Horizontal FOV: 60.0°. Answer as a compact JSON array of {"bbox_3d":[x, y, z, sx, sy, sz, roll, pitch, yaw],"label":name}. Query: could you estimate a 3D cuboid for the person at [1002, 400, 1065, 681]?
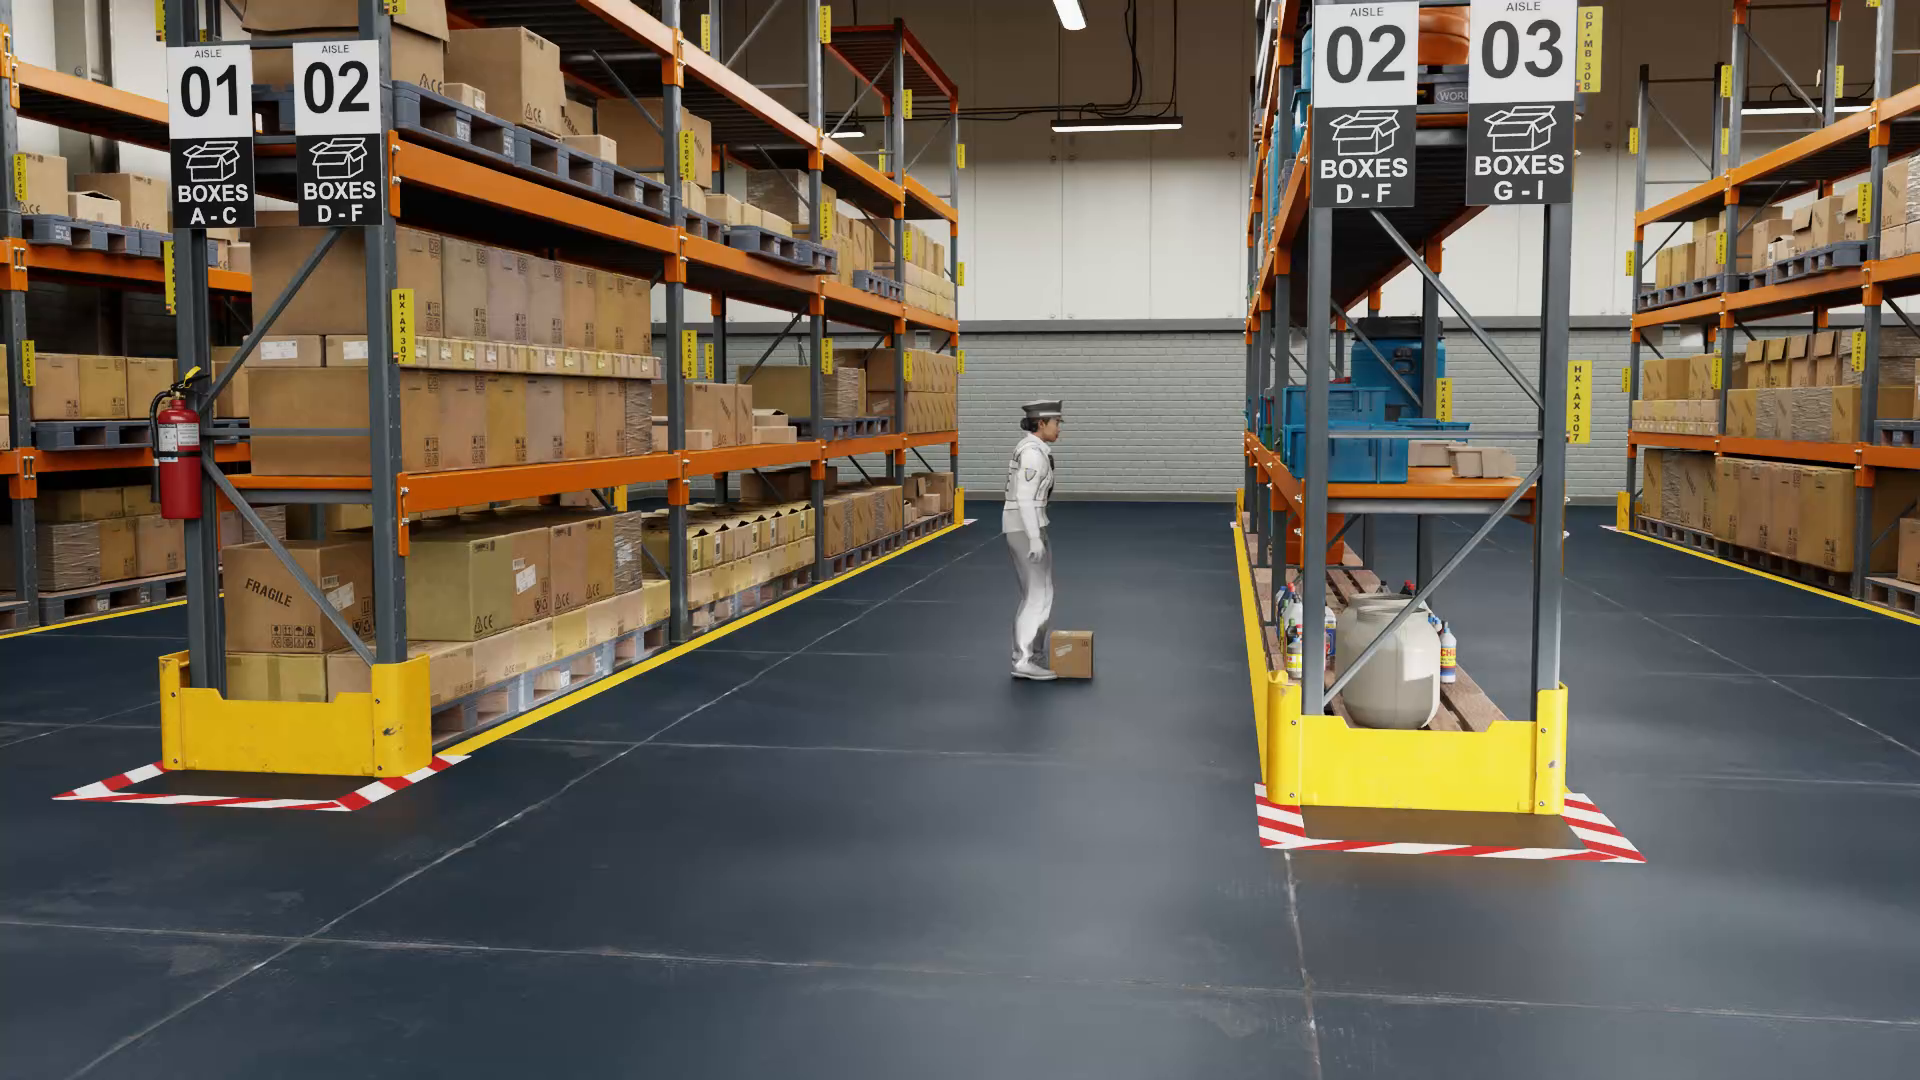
[{"bbox_3d":[0.457,-0.014,10.054,0.405,1.663,0.538,1,5,7],"label":"person"}]
